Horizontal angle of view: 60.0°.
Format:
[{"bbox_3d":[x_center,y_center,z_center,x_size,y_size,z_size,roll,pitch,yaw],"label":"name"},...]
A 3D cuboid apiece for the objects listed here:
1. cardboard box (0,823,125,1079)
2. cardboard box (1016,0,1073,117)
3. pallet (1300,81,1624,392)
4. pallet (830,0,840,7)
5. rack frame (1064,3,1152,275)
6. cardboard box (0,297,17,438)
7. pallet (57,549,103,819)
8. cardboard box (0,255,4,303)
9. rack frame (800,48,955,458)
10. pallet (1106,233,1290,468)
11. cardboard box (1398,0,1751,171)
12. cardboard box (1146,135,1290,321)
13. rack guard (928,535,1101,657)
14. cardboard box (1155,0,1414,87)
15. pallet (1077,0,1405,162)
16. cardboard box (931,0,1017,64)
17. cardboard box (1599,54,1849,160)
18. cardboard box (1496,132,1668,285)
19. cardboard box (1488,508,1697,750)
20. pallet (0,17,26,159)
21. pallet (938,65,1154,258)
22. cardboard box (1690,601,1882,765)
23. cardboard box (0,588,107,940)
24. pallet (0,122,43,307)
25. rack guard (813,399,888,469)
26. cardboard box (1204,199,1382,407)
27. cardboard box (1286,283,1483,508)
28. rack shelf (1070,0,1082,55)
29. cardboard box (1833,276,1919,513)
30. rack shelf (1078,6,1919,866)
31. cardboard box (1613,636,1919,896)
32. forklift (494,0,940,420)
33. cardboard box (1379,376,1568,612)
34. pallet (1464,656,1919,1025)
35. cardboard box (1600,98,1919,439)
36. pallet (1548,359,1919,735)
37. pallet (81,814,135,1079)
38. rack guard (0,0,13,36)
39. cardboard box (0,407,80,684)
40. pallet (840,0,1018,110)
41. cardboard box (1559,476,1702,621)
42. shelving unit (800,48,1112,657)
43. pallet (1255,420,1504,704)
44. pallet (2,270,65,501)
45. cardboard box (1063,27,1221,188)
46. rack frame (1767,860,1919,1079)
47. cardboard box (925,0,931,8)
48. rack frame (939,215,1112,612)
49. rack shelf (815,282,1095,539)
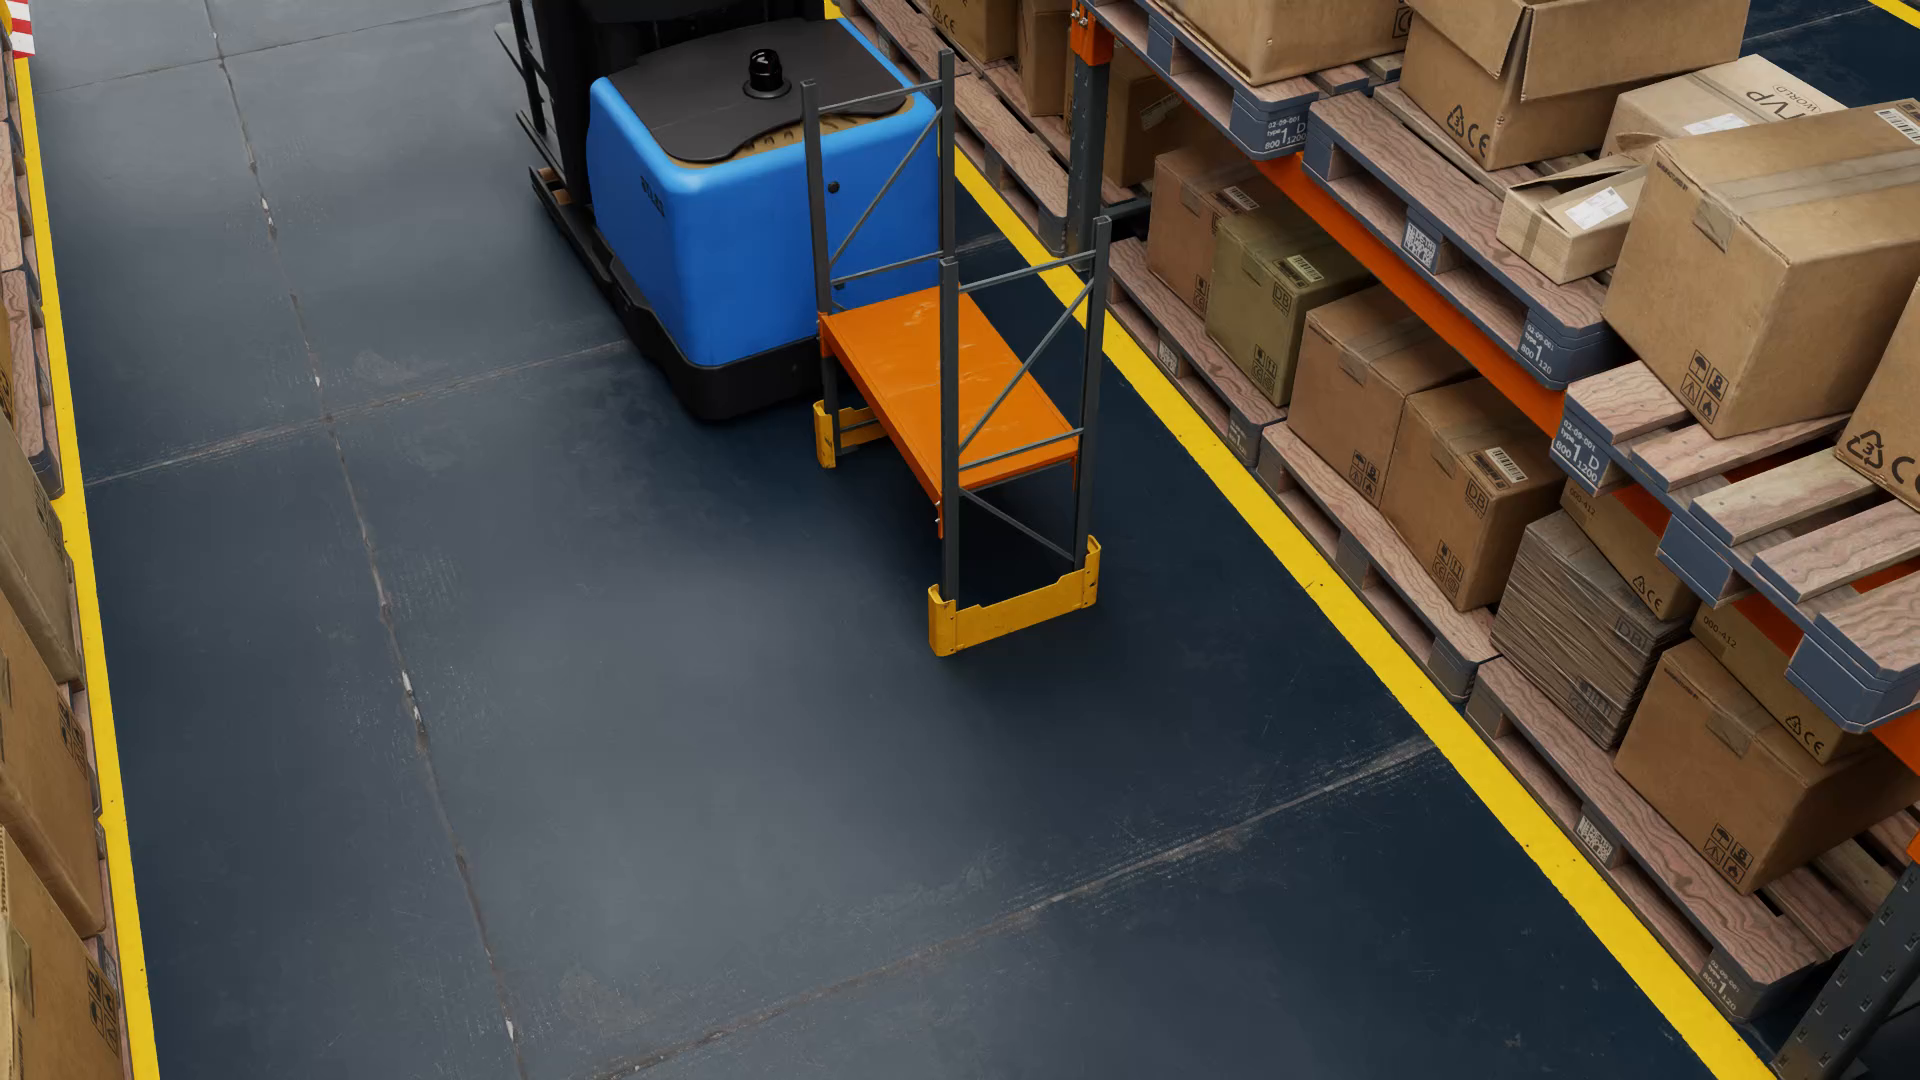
[{"bbox_3d":[-2.494,1.282,3.618,1.050,0.750,0.750,-17,47,-17],"label":"cardboard box"},{"bbox_3d":[0.532,-2.237,7.362,0.500,0.500,0.500,-5,45,-5],"label":"cardboard box"},{"bbox_3d":[1.724,-0.980,4.744,1.003,0.211,1.213,-18,47,-17],"label":"pallet"},{"bbox_3d":[-0.428,-3.328,8.972,1.003,0.211,1.213,-18,47,-17],"label":"pallet"},{"bbox_3d":[0.912,-2.348,5.994,1.000,3.000,0.127,-18,47,-17],"label":"rack frame"},{"bbox_3d":[-3.832,-0.762,5.600,0.875,0.875,0.875,-17,47,-17],"label":"cardboard box"},{"bbox_3d":[-3.238,0.515,5.078,1.003,0.211,1.213,-18,47,-17],"label":"pallet"},{"bbox_3d":[-4.214,-1.335,6.181,0.875,0.875,0.875,-18,47,-17],"label":"cardboard box"},{"bbox_3d":[-0.250,-0.912,5.607,0.500,1.500,0.032,-18,47,-17],"label":"rack frame"},{"bbox_3d":[1.241,-0.859,6.471,1.003,0.211,1.213,-18,47,-17],"label":"pallet"},{"bbox_3d":[1.725,-1.457,4.718,0.797,0.503,0.637,-14,46,-13],"label":"cardboard box"},{"bbox_3d":[1.151,-1.217,6.314,0.700,0.500,0.500,-22,49,-20],"label":"cardboard box"},{"bbox_3d":[0.177,0.180,5.390,0.587,0.250,0.087,-18,47,-17],"label":"rack guard"},{"bbox_3d":[1.119,-2.163,5.081,1.000,1.000,1.000,-18,47,-17],"label":"cardboard box"},{"bbox_3d":[1.101,-1.750,5.524,1.003,0.211,1.213,-18,47,-17],"label":"pallet"},{"bbox_3d":[0.200,-2.609,7.740,0.500,0.500,0.500,-22,49,-21],"label":"cardboard box"},{"bbox_3d":[2.098,-1.031,4.467,0.500,0.250,0.500,-19,48,-19],"label":"cardboard box"},{"bbox_3d":[1.648,-0.883,4.306,0.396,0.266,0.258,-19,48,-19],"label":"cardboard box"},{"bbox_3d":[2.049,0.164,4.915,0.700,0.500,0.500,-22,49,-21],"label":"cardboard box"},{"bbox_3d":[-4.905,-2.017,7.644,1.003,0.211,1.213,-18,47,-17],"label":"pallet"},{"bbox_3d":[0.597,-1.773,7.396,1.003,0.211,1.213,-18,47,-17],"label":"pallet"},{"bbox_3d":[2.285,0.249,4.294,0.500,0.250,0.500,-16,47,-16],"label":"cardboard box"},{"bbox_3d":[-2.886,0.689,4.219,1.050,0.750,0.750,-18,47,-17],"label":"cardboard box"},{"bbox_3d":[-4.396,-1.241,6.858,1.003,0.211,1.213,-18,47,-17],"label":"pallet"},{"bbox_3d":[-0.241,-0.455,6.033,0.587,0.250,0.087,-18,47,-17],"label":"rack guard"},{"bbox_3d":[1.334,-0.907,6.001,0.700,0.500,0.500,-18,47,-18],"label":"cardboard box"},{"bbox_3d":[1.570,-0.551,5.639,0.700,0.500,0.500,-22,49,-21],"label":"cardboard box"},{"bbox_3d":[0.071,-3.366,7.538,1.077,0.370,4.000,-18,47,-17],"label":"rack shelf"},{"bbox_3d":[2.330,-0.316,3.565,0.500,0.500,0.500,-24,49,-22],"label":"cardboard box"},{"bbox_3d":[1.753,-0.817,4.955,1.077,0.370,4.000,-18,47,-17],"label":"rack shelf"},{"bbox_3d":[2.294,0.513,4.561,0.700,0.500,0.500,-20,48,-19],"label":"cardboard box"},{"bbox_3d":[-1.200,-2.514,6.212,1.130,2.935,3.031,-21,48,-20],"label":"forklift"},{"bbox_3d":[1.804,-0.196,5.279,0.700,0.500,0.500,-14,46,-14],"label":"cardboard box"},{"bbox_3d":[2.267,0.695,4.895,1.003,0.211,1.213,-18,47,-17],"label":"pallet"},{"bbox_3d":[2.005,-0.642,3.895,0.700,0.500,0.500,-12,46,-12],"label":"cardboard box"},{"bbox_3d":[2.198,-0.153,3.906,1.213,0.211,1.003,-18,47,-17],"label":"pallet"},{"bbox_3d":[-2.721,1.293,4.289,1.003,0.211,1.213,-18,47,-17],"label":"pallet"},{"bbox_3d":[-5.323,-2.622,8.051,1.175,0.500,0.348,-18,47,-17],"label":"rack guard"},{"bbox_3d":[-3.288,0.073,4.843,1.050,0.750,0.750,-18,47,-18],"label":"cardboard box"},{"bbox_3d":[0.081,-2.551,8.185,1.003,0.211,1.213,-18,47,-17],"label":"pallet"},{"bbox_3d":[2.053,-0.086,4.634,0.500,0.250,0.500,-13,46,-13],"label":"cardboard box"},{"bbox_3d":[-0.032,-0.582,5.272,0.587,1.500,1.083,-18,47,-17],"label":"shelving unit"},{"bbox_3d":[1.758,-0.081,5.682,1.003,0.211,1.213,-18,47,-17],"label":"pallet"},{"bbox_3d":[-3.880,-0.462,6.068,1.003,0.211,1.213,-18,47,-17],"label":"pallet"},{"bbox_3d":[0.780,-1.874,6.995,0.500,0.500,0.500,-19,48,-19],"label":"cardboard box"},{"bbox_3d":[2.594,0.201,3.410,1.000,3.000,0.127,-18,47,-17],"label":"rack frame"},{"bbox_3d":[0.006,-2.978,8.113,0.500,0.500,0.500,-14,46,-14],"label":"cardboard box"},{"bbox_3d":[0.178,-0.264,4.950,0.500,1.500,0.032,-18,47,-17],"label":"rack frame"},{"bbox_3d":[-0.036,-0.460,5.405,0.538,0.185,1.000,-18,47,-17],"label":"rack shelf"}]
